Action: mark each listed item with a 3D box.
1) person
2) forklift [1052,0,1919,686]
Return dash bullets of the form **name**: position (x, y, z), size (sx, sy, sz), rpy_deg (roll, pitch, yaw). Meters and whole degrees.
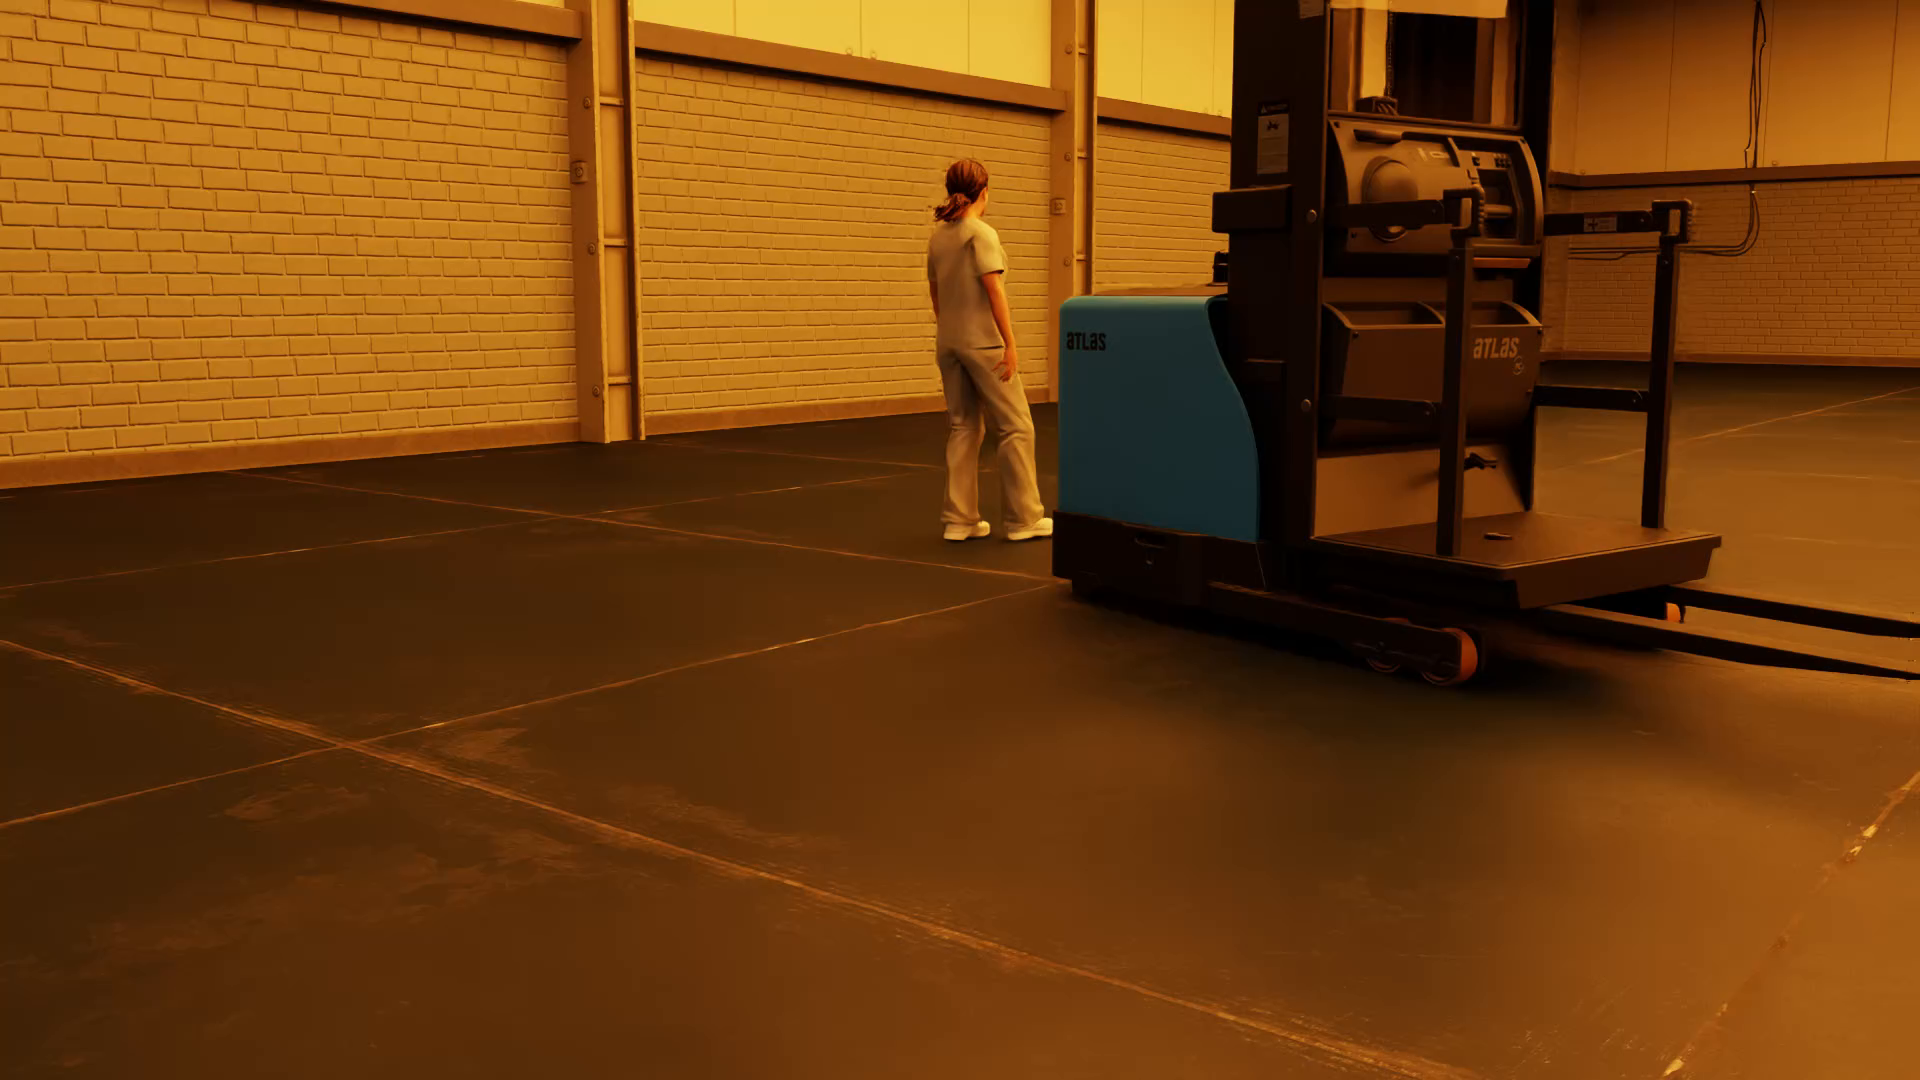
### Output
- **person**: position (0.131, -0.838, 7.406), size (0.574, 1.660, 0.577), rpy_deg (-7, 11, -40)
- **forklift**: position (1.602, -1.122, 4.953), size (1.130, 2.935, 3.031), rpy_deg (-6, 10, -35)
